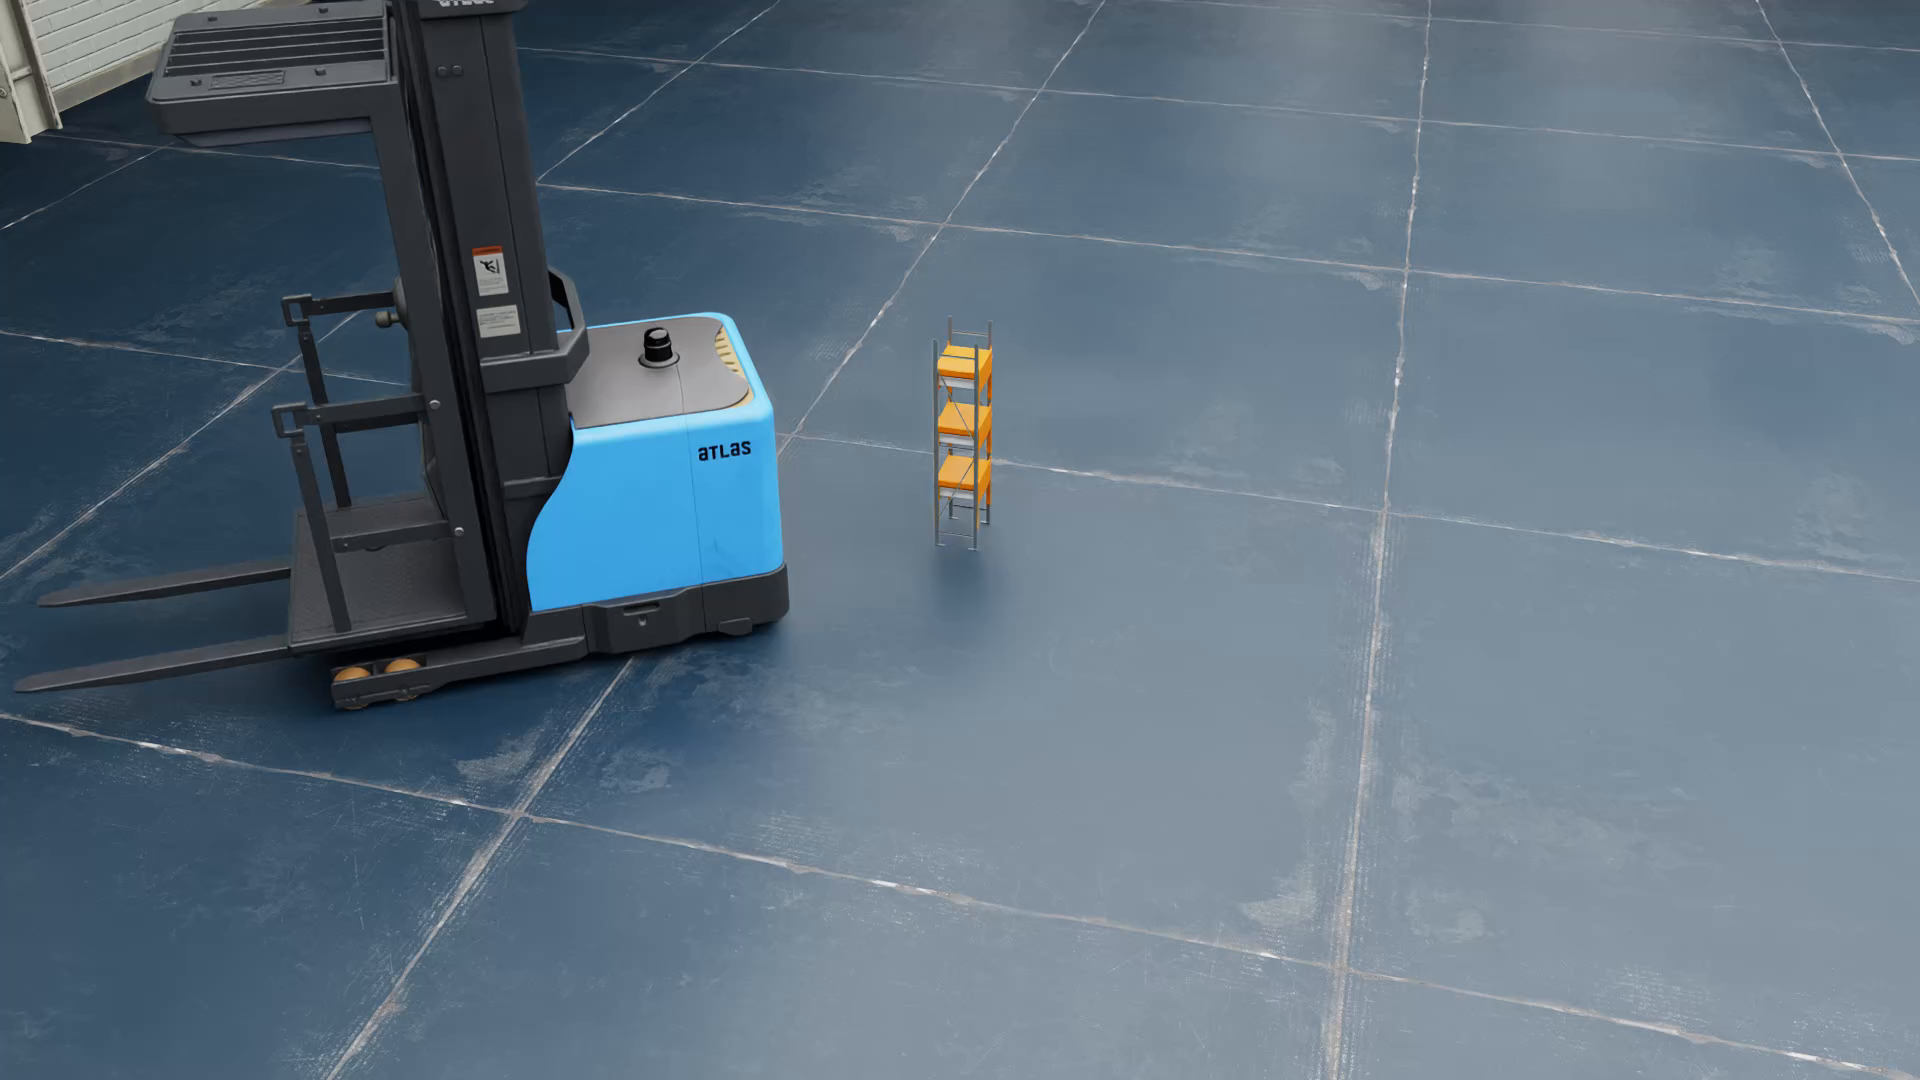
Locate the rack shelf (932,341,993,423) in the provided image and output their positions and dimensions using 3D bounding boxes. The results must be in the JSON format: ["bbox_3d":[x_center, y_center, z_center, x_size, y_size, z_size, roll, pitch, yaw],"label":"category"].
[{"bbox_3d":[0.014,-0.701,7.365,0.215,0.259,0.240,8,33,12],"label":"rack shelf"}]

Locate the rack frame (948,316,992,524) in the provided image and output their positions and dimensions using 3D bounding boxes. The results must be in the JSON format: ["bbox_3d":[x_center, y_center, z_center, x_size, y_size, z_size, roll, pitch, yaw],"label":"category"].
[{"bbox_3d":[0.045,-0.534,7.612,0.200,1.050,0.008,8,33,12],"label":"rack frame"}]

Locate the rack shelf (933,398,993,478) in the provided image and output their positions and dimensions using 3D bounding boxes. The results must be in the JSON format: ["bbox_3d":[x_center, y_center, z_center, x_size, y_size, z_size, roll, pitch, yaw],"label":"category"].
[{"bbox_3d":[0.014,-0.462,7.518,0.215,0.259,0.240,8,33,12],"label":"rack shelf"}]

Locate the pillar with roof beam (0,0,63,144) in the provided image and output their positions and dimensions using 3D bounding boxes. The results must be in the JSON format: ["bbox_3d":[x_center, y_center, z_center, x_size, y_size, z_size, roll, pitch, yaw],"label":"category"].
[{"bbox_3d":[-2.891,-6.288,9.254,9.100,9.000,0.400,8,33,12],"label":"pillar with roof beam"}]

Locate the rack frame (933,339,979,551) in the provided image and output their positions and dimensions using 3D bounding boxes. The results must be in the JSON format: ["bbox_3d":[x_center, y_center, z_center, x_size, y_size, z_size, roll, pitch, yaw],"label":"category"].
[{"bbox_3d":[-0.017,-0.408,7.412,0.200,1.050,0.008,8,33,12],"label":"rack frame"}]

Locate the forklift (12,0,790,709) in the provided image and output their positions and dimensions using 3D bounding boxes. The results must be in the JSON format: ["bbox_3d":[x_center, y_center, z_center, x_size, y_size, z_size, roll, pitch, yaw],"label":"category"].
[{"bbox_3d":[-2.309,-0.874,6.393,3.031,2.935,1.130,-9,34,-14],"label":"forklift"}]

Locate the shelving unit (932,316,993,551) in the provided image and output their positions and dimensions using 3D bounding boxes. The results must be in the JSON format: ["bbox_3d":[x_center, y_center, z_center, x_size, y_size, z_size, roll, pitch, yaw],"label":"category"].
[{"bbox_3d":[0.014,-0.471,7.512,0.215,1.050,0.252,8,33,12],"label":"shelving unit"}]

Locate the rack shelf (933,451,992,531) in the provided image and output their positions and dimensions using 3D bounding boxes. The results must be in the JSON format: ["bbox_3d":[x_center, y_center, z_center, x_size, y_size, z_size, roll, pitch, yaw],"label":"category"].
[{"bbox_3d":[0.014,-0.227,7.667,0.215,0.259,0.240,8,33,12],"label":"rack shelf"}]
